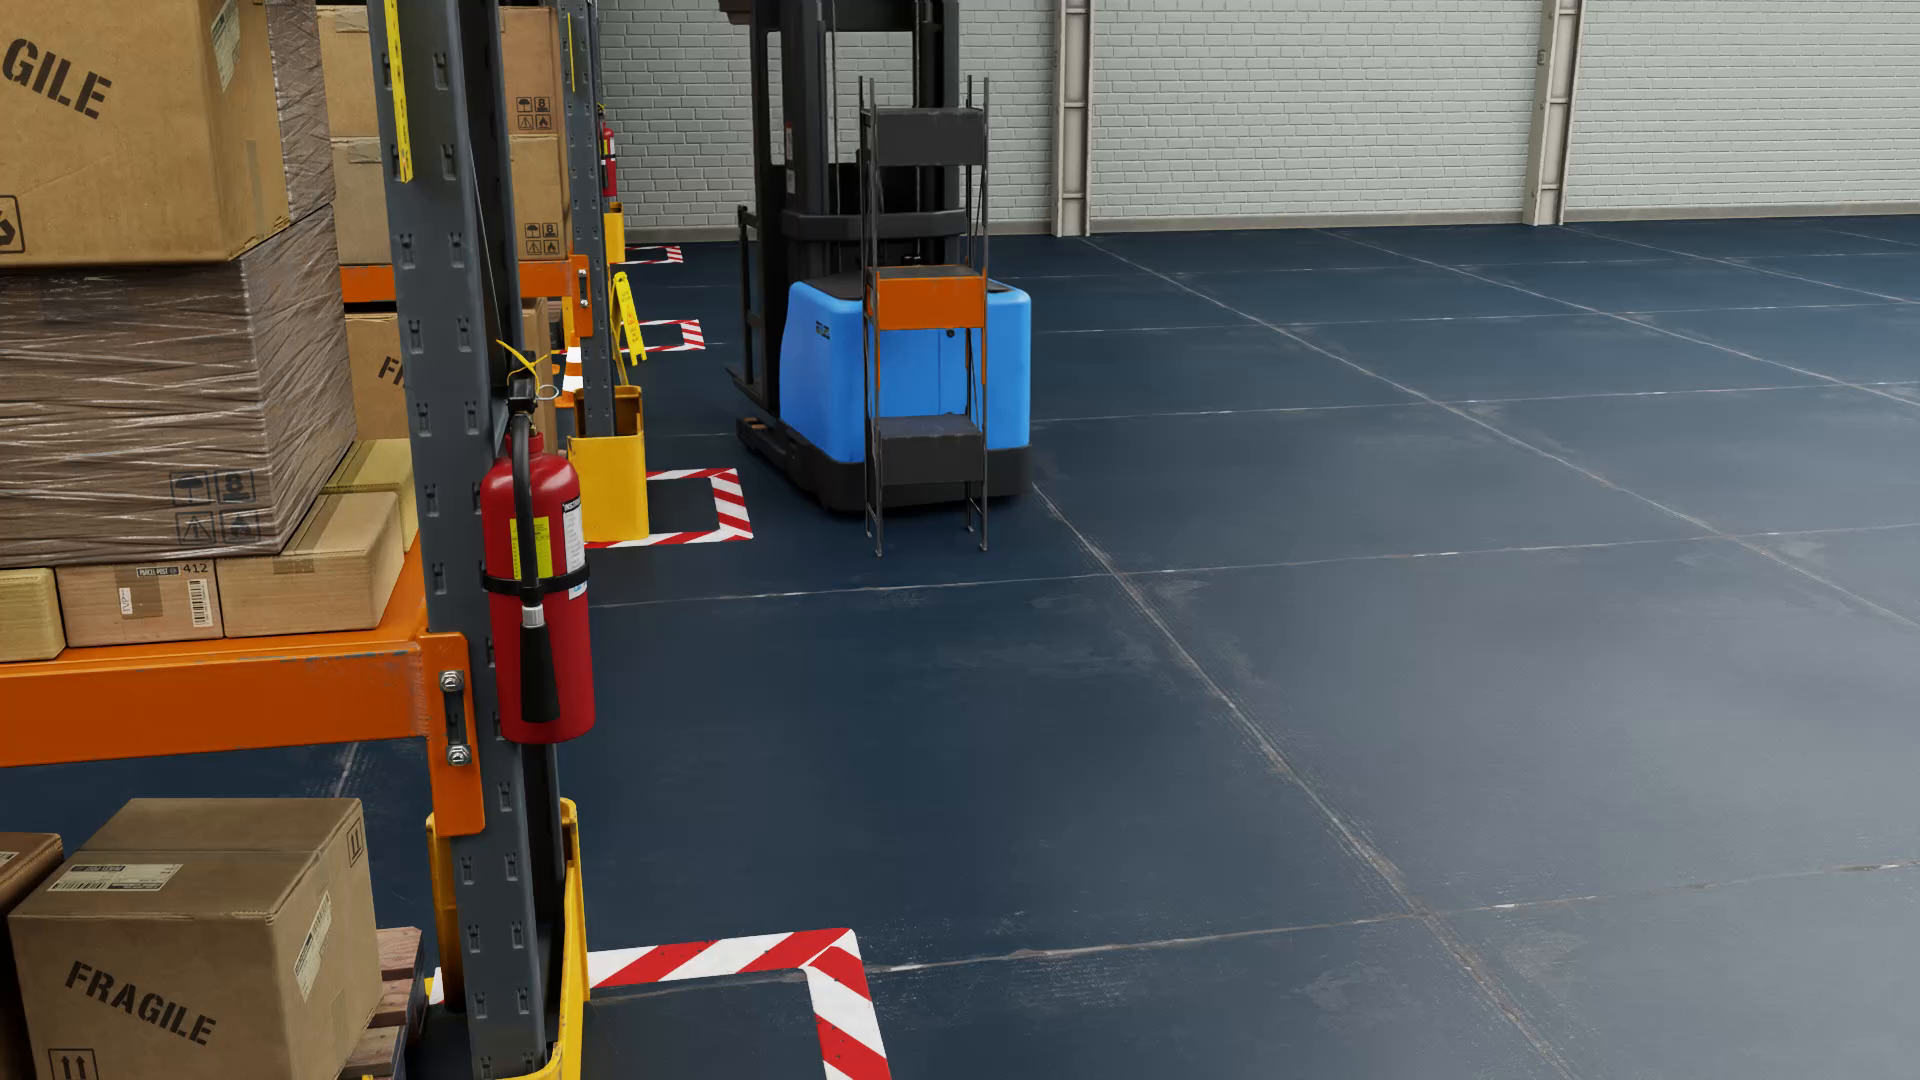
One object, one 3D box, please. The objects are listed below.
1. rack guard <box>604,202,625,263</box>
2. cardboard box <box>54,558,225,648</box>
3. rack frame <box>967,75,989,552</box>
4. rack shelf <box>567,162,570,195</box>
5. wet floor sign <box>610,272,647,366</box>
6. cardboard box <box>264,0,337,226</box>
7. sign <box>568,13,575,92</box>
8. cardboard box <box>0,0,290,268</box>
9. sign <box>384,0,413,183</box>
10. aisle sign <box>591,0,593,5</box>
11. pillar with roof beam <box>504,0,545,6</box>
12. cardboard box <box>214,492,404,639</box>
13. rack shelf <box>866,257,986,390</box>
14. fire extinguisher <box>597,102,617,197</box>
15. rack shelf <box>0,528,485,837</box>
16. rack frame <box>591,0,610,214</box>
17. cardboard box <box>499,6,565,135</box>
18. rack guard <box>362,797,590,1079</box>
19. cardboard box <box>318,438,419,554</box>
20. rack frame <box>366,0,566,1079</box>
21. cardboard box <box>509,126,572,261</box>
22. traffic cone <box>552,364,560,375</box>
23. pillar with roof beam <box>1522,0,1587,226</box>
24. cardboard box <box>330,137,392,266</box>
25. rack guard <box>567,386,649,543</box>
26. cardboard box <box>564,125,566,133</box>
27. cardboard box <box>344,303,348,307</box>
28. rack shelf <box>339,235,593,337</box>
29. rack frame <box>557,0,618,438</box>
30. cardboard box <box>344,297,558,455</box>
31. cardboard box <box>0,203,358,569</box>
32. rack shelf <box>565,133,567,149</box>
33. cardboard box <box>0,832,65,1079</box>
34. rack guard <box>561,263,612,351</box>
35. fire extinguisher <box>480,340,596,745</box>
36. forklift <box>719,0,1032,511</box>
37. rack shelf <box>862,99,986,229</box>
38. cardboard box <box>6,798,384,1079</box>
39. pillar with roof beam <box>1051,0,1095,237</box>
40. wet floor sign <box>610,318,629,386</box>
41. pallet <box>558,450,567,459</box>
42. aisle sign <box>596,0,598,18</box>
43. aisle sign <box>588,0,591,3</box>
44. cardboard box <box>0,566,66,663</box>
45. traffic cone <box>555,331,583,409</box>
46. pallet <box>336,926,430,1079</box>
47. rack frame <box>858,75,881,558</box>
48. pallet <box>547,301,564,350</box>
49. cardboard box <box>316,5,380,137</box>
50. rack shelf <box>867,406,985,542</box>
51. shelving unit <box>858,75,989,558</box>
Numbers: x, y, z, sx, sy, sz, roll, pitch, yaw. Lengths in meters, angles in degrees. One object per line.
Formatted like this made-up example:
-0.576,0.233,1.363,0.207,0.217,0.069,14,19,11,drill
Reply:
-3.726,-3.252,17.547,0.348,0.500,1.175,-3,17,-10,rack guard
-1.410,0.052,2.963,0.250,0.149,0.380,-3,17,-10,cardboard box
0.077,-1.008,7.518,0.015,2.100,0.400,-3,17,-10,rack frame
-4.768,-2.559,12.260,4.000,0.370,1.077,-3,17,-10,rack shelf
-2.414,-1.591,11.893,0.232,0.644,0.267,3,17,9,wet floor sign
-1.516,-0.873,3.167,0.500,0.500,0.500,-3,17,-10,cardboard box
-1.676,-2.103,7.173,0.005,0.325,0.100,-3,17,-10,sign
-1.417,-0.724,2.679,0.500,0.500,0.500,-3,17,-10,cardboard box
-0.838,-0.701,2.475,0.005,0.325,0.100,-3,17,-10,sign
-1.753,-2.926,7.802,0.004,0.787,0.394,-3,17,-10,aisle sign
-3.787,-6.293,12.974,0.400,9.000,9.100,-3,17,-10,pillar with roof beam
-1.165,0.038,3.007,0.250,0.149,0.380,-3,17,-10,cardboard box
-0.163,-0.981,7.478,0.480,0.518,0.431,-3,17,-10,rack shelf
-2.604,-2.851,12.117,0.183,0.674,0.296,-3,17,-10,fire extinguisher
-2.888,0.298,2.959,4.000,0.370,1.077,-3,17,-10,rack shelf
-3.749,-4.445,17.175,0.127,3.000,1.000,-3,17,-10,rack frame
-2.137,-2.171,7.678,0.550,0.550,0.875,-3,17,-10,cardboard box
-0.998,1.042,3.569,0.348,0.500,1.175,-3,17,-10,rack guard
-1.249,-0.090,3.425,0.250,0.149,0.380,-3,17,-10,cardboard box
-0.924,-0.158,3.216,0.127,3.000,1.000,-3,17,-10,rack frame
-2.121,-1.631,7.758,0.550,0.550,0.875,-3,17,-10,cardboard box
-2.981,-1.406,11.601,0.334,0.463,0.336,-3,17,-10,traffic cone
7.995,-6.961,15.150,0.400,9.000,9.100,-3,17,-10,pillar with roof beam
-2.657,-1.594,7.638,0.550,0.550,0.875,-3,17,-10,cardboard box
-1.742,-0.399,8.261,0.348,0.500,1.175,-3,17,-10,rack guard
-4.182,-4.390,16.825,0.500,0.500,0.500,-4,17,-12,cardboard box
-3.282,-0.672,7.793,0.875,0.875,0.875,-4,17,-11,cardboard box
-3.729,-1.138,7.633,4.000,0.370,1.077,-3,17,-10,rack shelf
-1.766,-1.593,7.890,0.127,3.000,1.000,-3,17,-10,rack frame
-2.419,-0.721,7.955,0.875,0.875,0.875,-3,17,-10,cardboard box
-1.469,-0.325,3.084,0.500,0.500,0.875,-3,17,-10,cardboard box
-5.713,-3.990,16.918,4.000,0.370,1.077,-3,17,-10,rack shelf
-2.121,0.910,3.283,0.500,0.500,0.500,1,17,4,cardboard box
-2.878,-1.815,12.870,0.348,0.500,1.175,-3,17,-10,rack guard
-0.724,0.006,2.816,0.183,0.674,0.296,-3,17,-10,fire extinguisher
-0.646,-1.930,9.104,1.130,2.935,3.031,-7,18,-20,forklift
-0.163,-1.651,7.272,0.480,0.518,0.431,-3,17,-10,rack shelf
-1.540,0.867,3.424,0.500,0.500,0.500,0,17,0,cardboard box
2.104,-6.627,14.062,0.400,9.000,9.100,-3,17,-10,pillar with roof beam
-2.113,-1.040,10.099,0.232,0.644,0.267,-6,18,-20,wet floor sign
-2.536,-0.193,8.081,1.213,0.211,1.003,-3,17,-10,pallet
-3.629,-5.607,16.530,0.004,0.787,0.394,-3,17,-10,aisle sign
-1.639,-2.753,7.239,0.004,0.787,0.394,-3,17,-10,aisle sign
-1.646,0.080,2.869,0.250,0.149,0.380,-3,17,-10,cardboard box
-2.437,-1.105,10.621,0.334,0.463,0.336,-3,17,-10,traffic cone
-1.803,1.215,3.497,1.213,0.211,1.003,-3,17,-10,pallet
-0.402,-0.981,7.429,0.015,2.100,0.400,-3,17,-10,rack frame
-3.683,-1.642,12.799,1.213,0.211,1.003,-3,17,-10,pallet
-2.660,-2.114,7.492,0.550,0.550,0.875,-3,17,-10,cardboard box
-0.163,-0.312,7.683,0.480,0.518,0.431,-3,17,-10,rack shelf
-0.163,-0.995,7.474,0.503,2.100,0.431,-3,17,-10,shelving unit
